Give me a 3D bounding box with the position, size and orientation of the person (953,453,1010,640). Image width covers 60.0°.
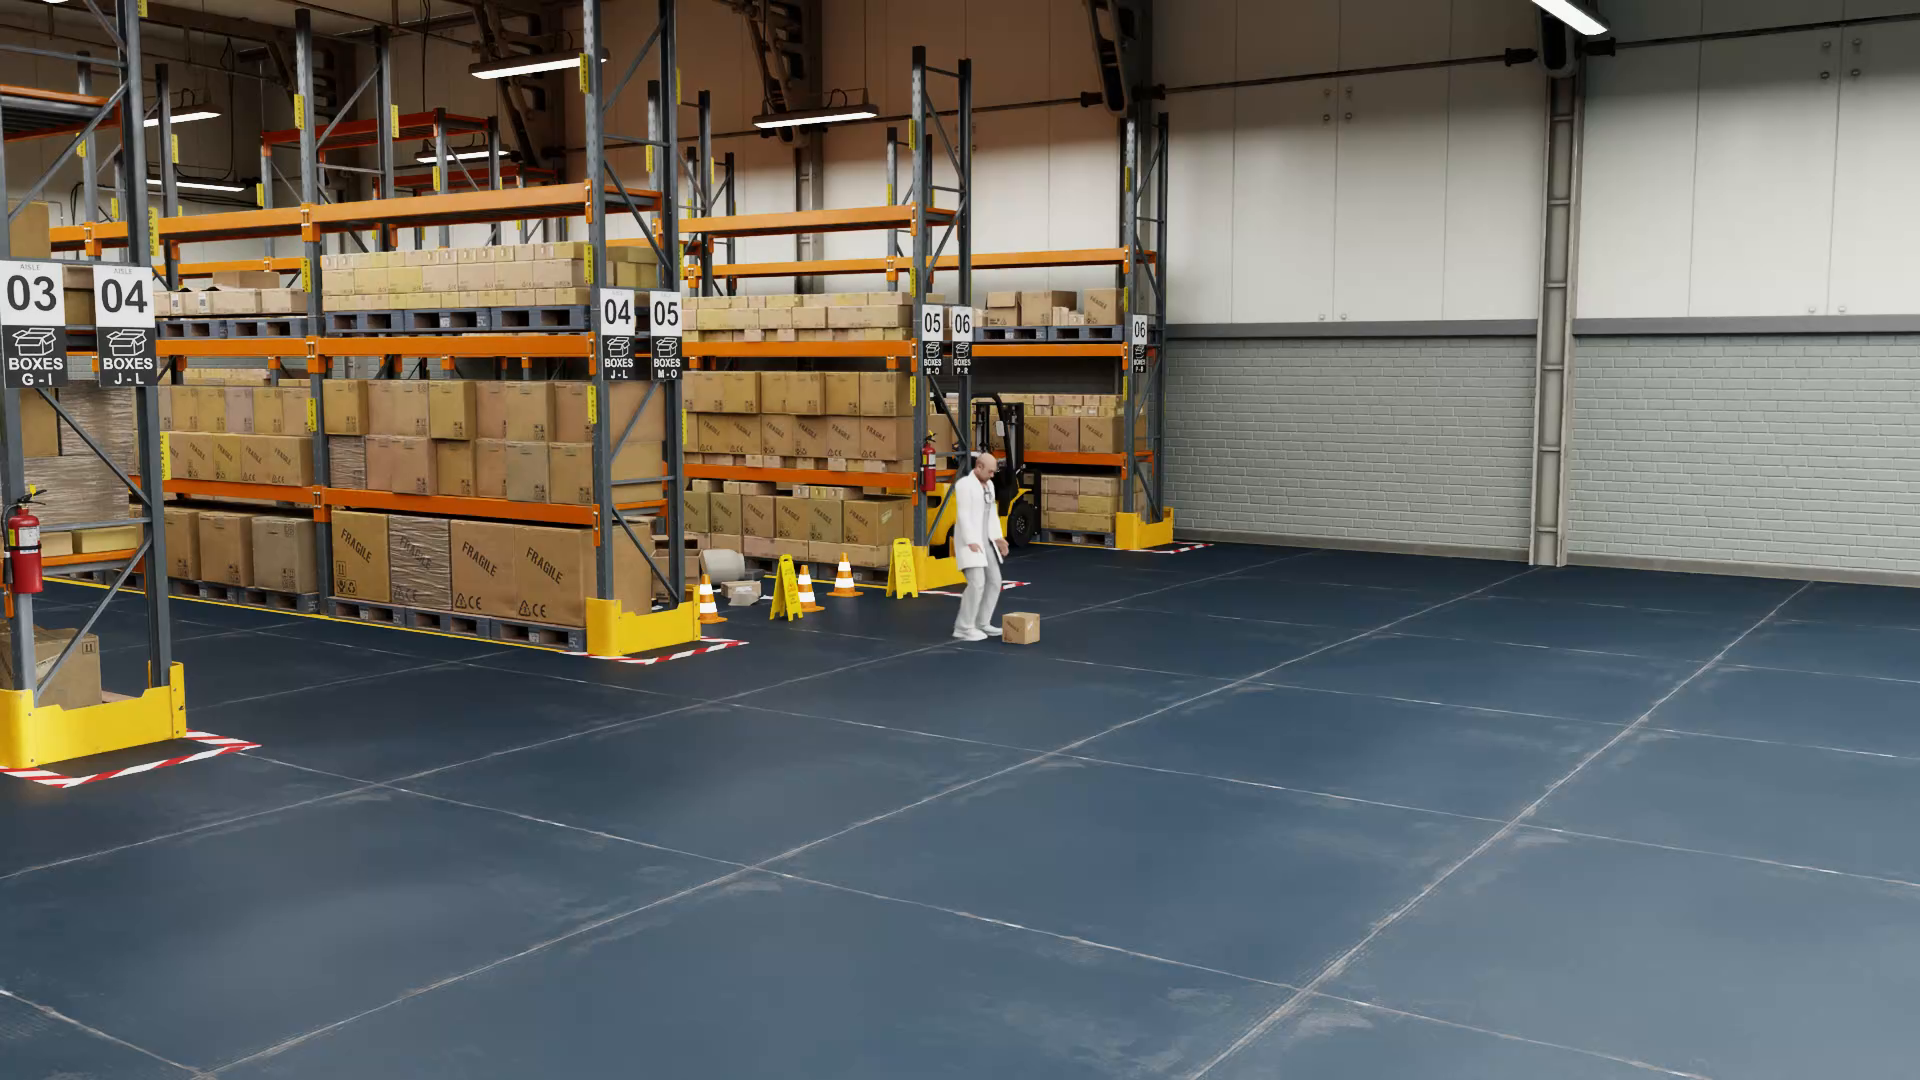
[{"bbox_3d":[0.178,0.048,15.571,0.409,1.738,0.587,4,8,35],"label":"person"}]
